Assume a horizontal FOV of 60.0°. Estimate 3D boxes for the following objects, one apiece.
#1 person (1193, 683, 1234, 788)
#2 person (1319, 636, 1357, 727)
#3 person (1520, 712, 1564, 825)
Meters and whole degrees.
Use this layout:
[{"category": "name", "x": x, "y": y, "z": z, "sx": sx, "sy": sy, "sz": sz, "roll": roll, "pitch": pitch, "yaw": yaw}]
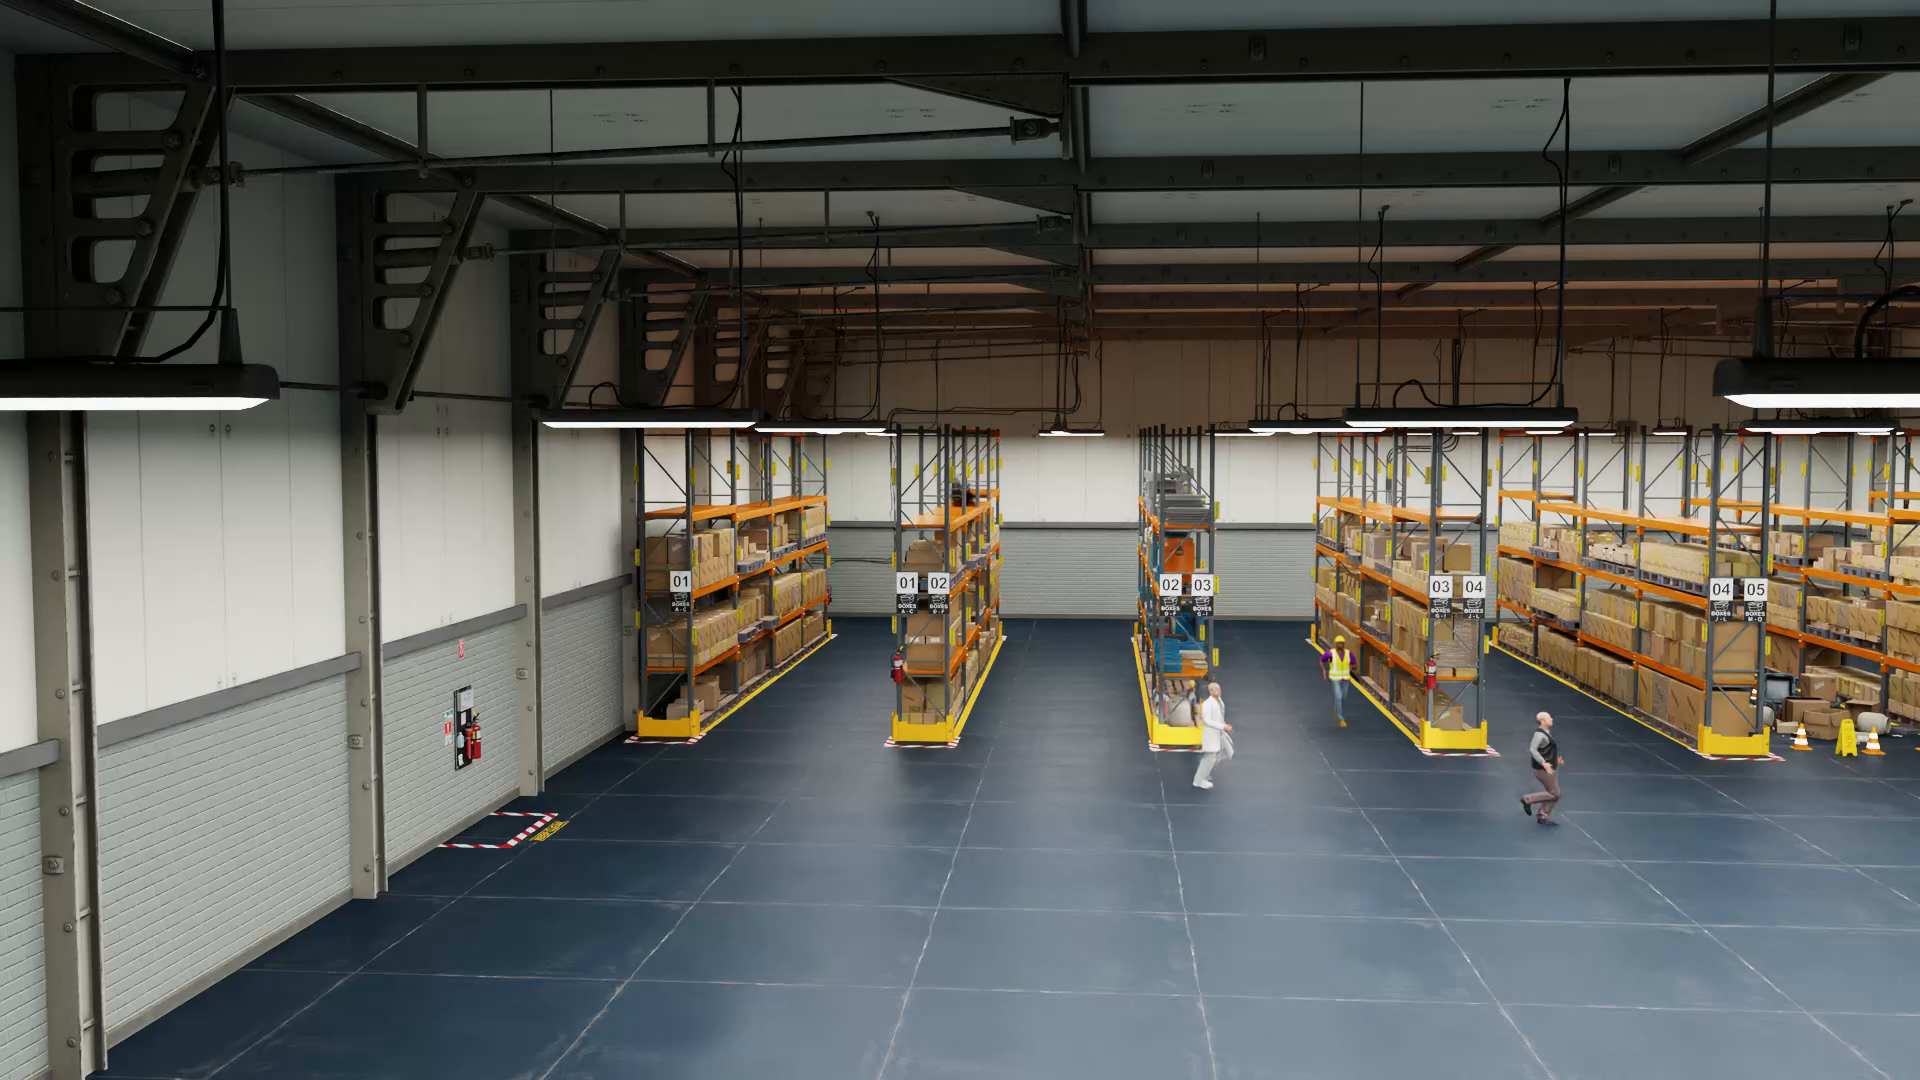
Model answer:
[{"category": "person", "x": 4.191, "y": 3.193, "z": 27.235, "sx": 0.745, "sy": 1.732, "sz": 0.738, "roll": 2, "pitch": 4, "yaw": 35}, {"category": "person", "x": 7.587, "y": 2.788, "z": 33.208, "sx": 0.698, "sy": 1.757, "sz": 0.984, "roll": -1, "pitch": 4, "yaw": -9}, {"category": "person", "x": 8.642, "y": 3.388, "z": 24.673, "sx": 0.583, "sy": 1.679, "sz": 0.665, "roll": 2, "pitch": 4, "yaw": 28}]
